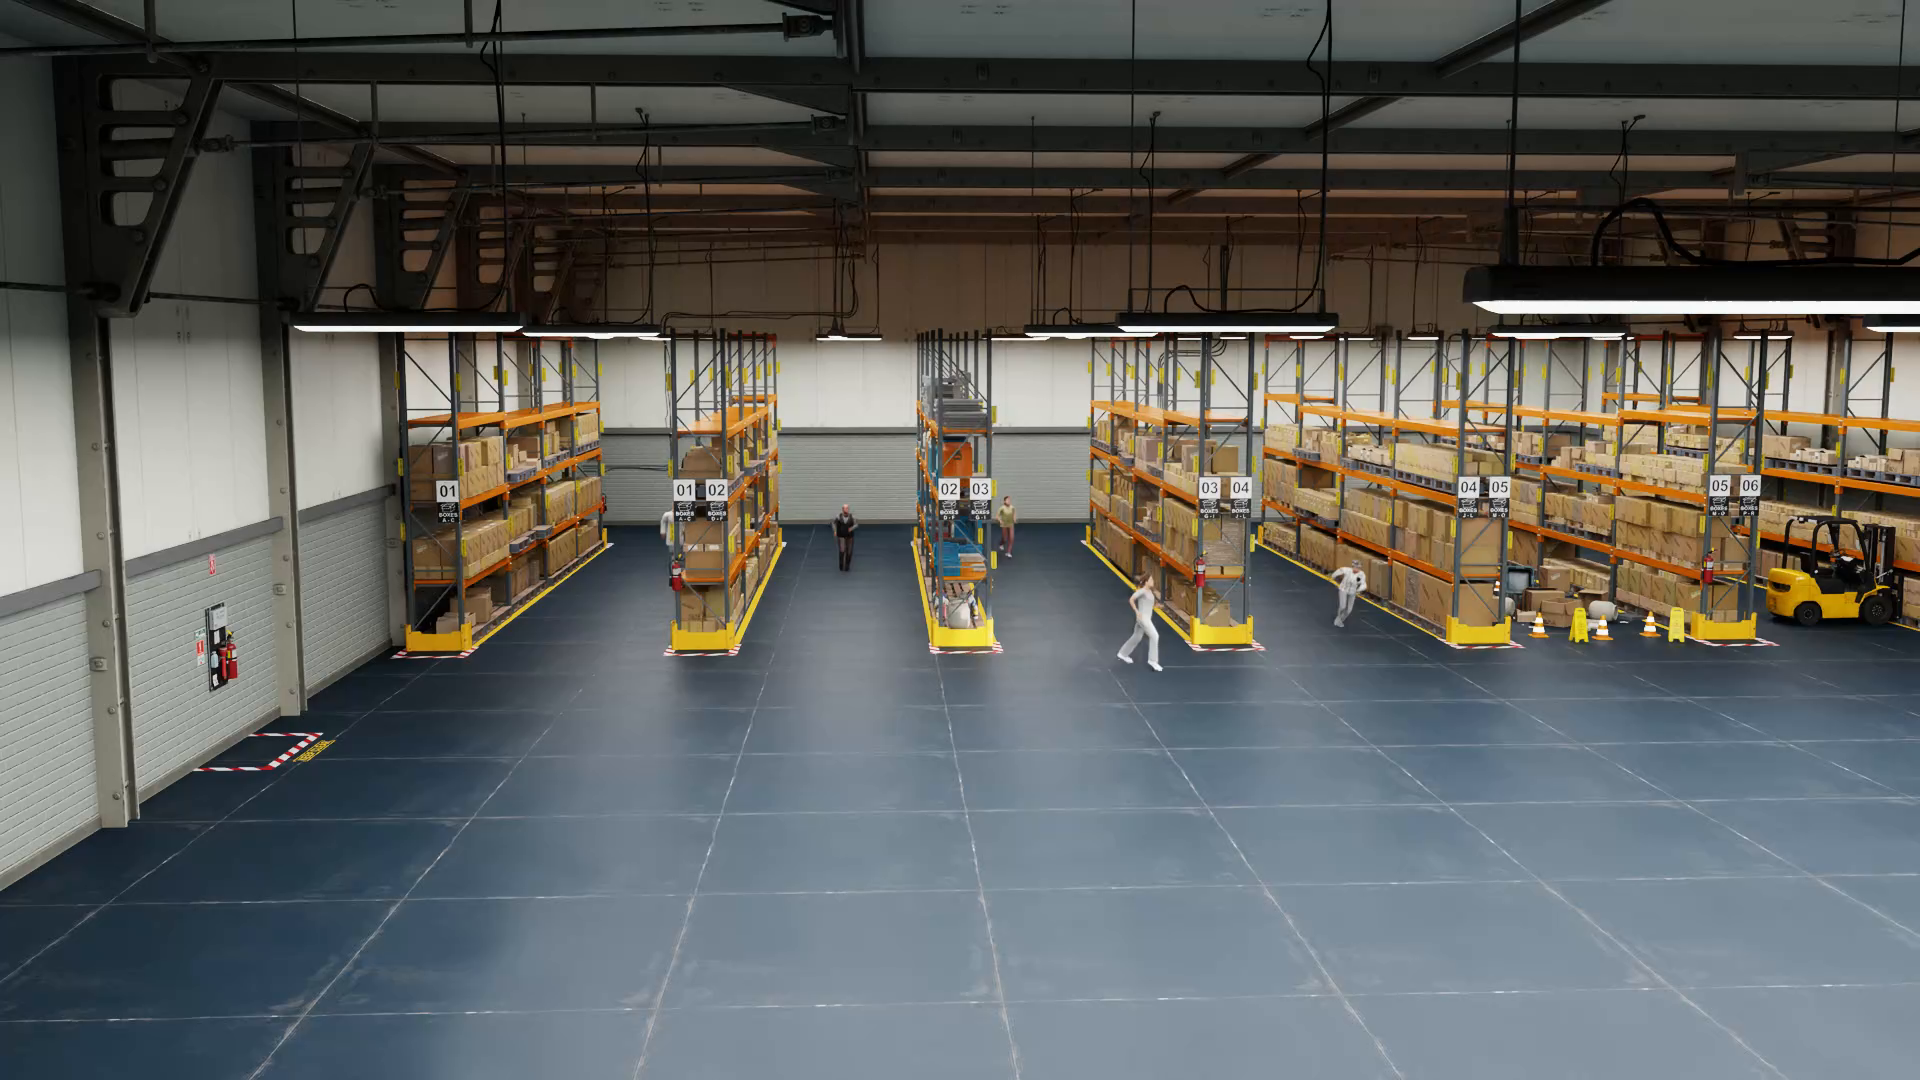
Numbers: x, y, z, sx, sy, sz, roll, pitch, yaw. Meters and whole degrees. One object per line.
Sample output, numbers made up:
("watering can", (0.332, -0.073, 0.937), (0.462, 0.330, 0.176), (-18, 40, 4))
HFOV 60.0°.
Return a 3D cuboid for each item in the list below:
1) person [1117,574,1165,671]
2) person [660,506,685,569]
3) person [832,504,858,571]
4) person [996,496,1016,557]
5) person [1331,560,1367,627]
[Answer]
("person", (3.178, 1.446, 29.354), (0.868, 1.703, 0.600), (2, 7, 20))
("person", (-7.240, -0.091, 42.210), (0.719, 1.711, 0.705), (-2, 7, -14))
("person", (-2.880, -0.054, 41.782), (0.646, 1.682, 0.648), (-1, 7, -10))
("person", (1.259, -0.372, 44.968), (0.593, 1.632, 0.764), (-2, 7, -18))
("person", (7.828, 1.076, 33.366), (0.577, 1.431, 0.951), (0, 7, -1))
